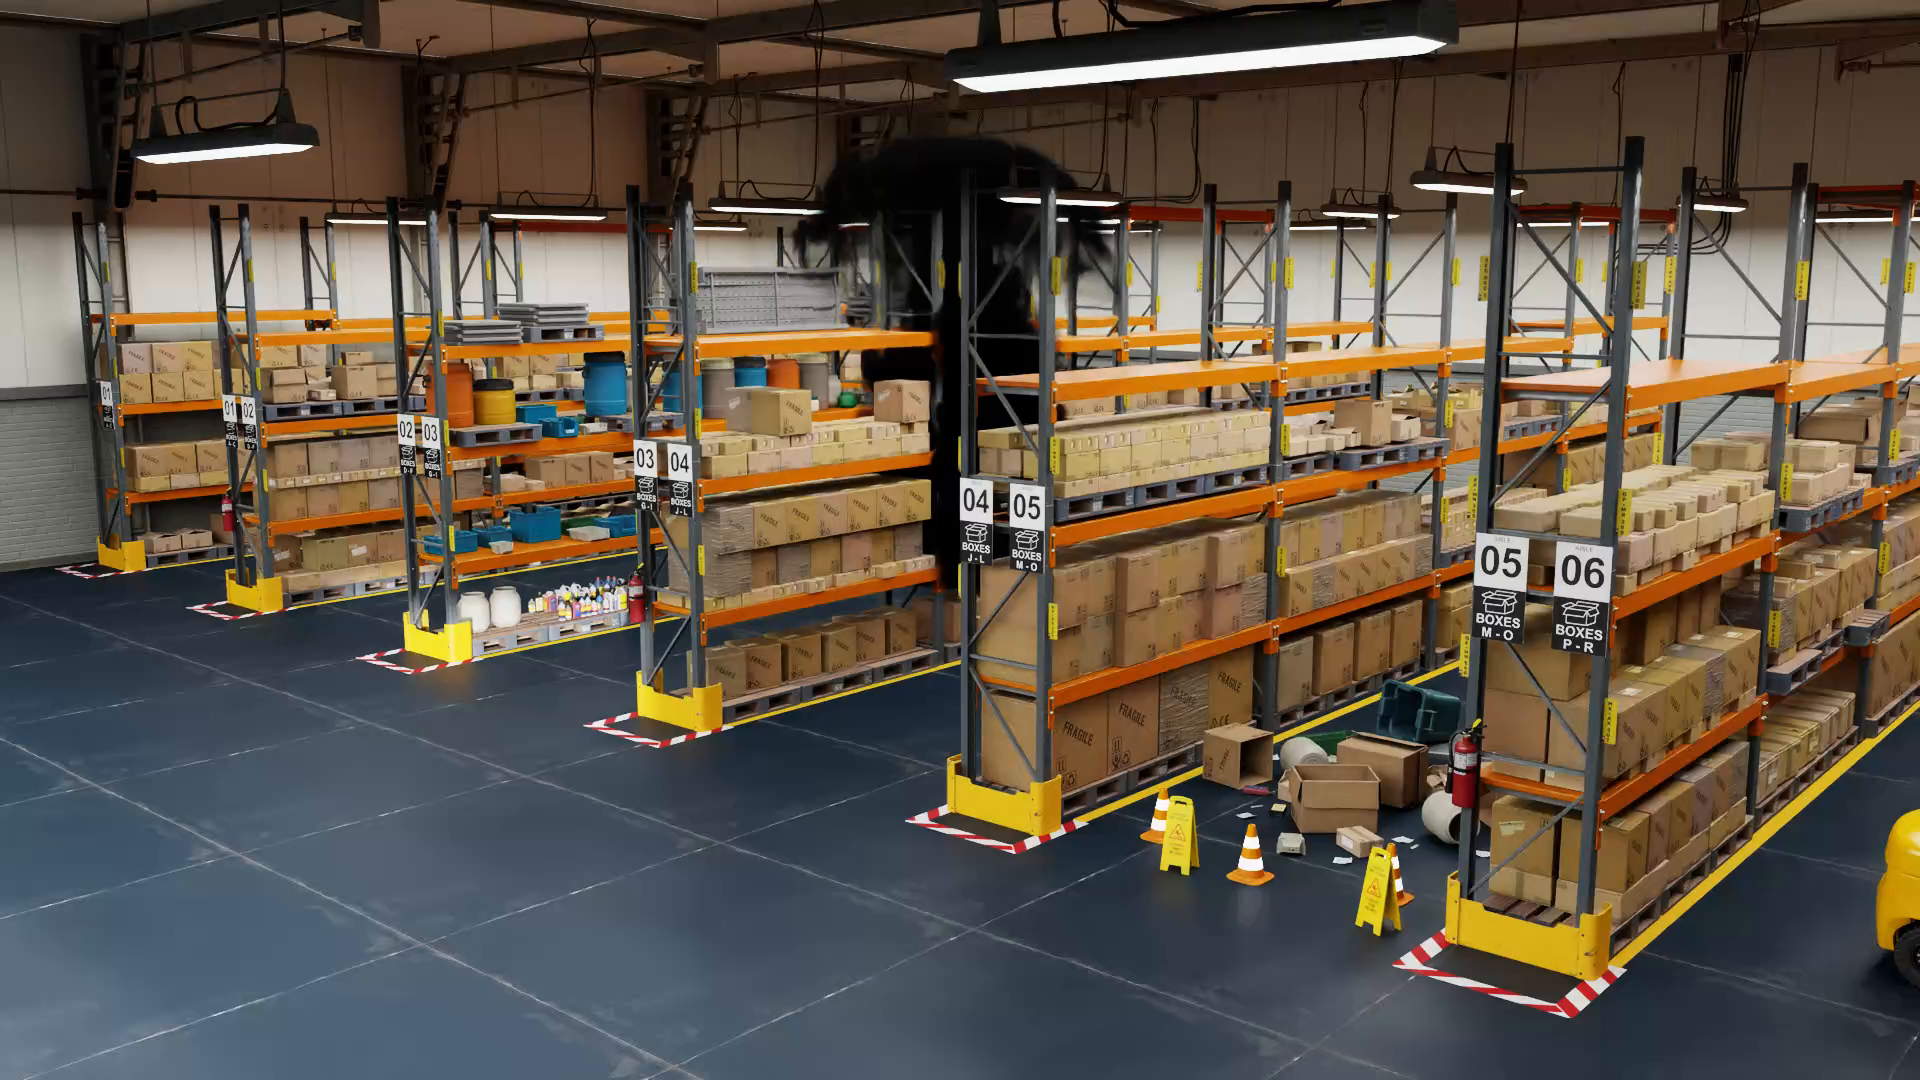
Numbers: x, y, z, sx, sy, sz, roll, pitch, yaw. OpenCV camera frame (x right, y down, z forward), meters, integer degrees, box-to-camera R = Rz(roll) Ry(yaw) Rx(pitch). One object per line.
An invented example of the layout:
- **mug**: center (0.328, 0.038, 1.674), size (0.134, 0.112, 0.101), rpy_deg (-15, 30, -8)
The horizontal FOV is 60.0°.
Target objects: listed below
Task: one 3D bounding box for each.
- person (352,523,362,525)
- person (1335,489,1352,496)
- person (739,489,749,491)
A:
- **person**: center (-10.298, -0.404, 28.437), size (0.699, 1.760, 0.665), rpy_deg (7, 12, 36)
- **person**: center (5.403, 0.121, 23.567), size (0.629, 1.736, 0.806), rpy_deg (6, 11, 34)
- **person**: center (-3.726, -0.656, 28.282), size (0.675, 1.743, 0.886), rpy_deg (9, 13, 44)
